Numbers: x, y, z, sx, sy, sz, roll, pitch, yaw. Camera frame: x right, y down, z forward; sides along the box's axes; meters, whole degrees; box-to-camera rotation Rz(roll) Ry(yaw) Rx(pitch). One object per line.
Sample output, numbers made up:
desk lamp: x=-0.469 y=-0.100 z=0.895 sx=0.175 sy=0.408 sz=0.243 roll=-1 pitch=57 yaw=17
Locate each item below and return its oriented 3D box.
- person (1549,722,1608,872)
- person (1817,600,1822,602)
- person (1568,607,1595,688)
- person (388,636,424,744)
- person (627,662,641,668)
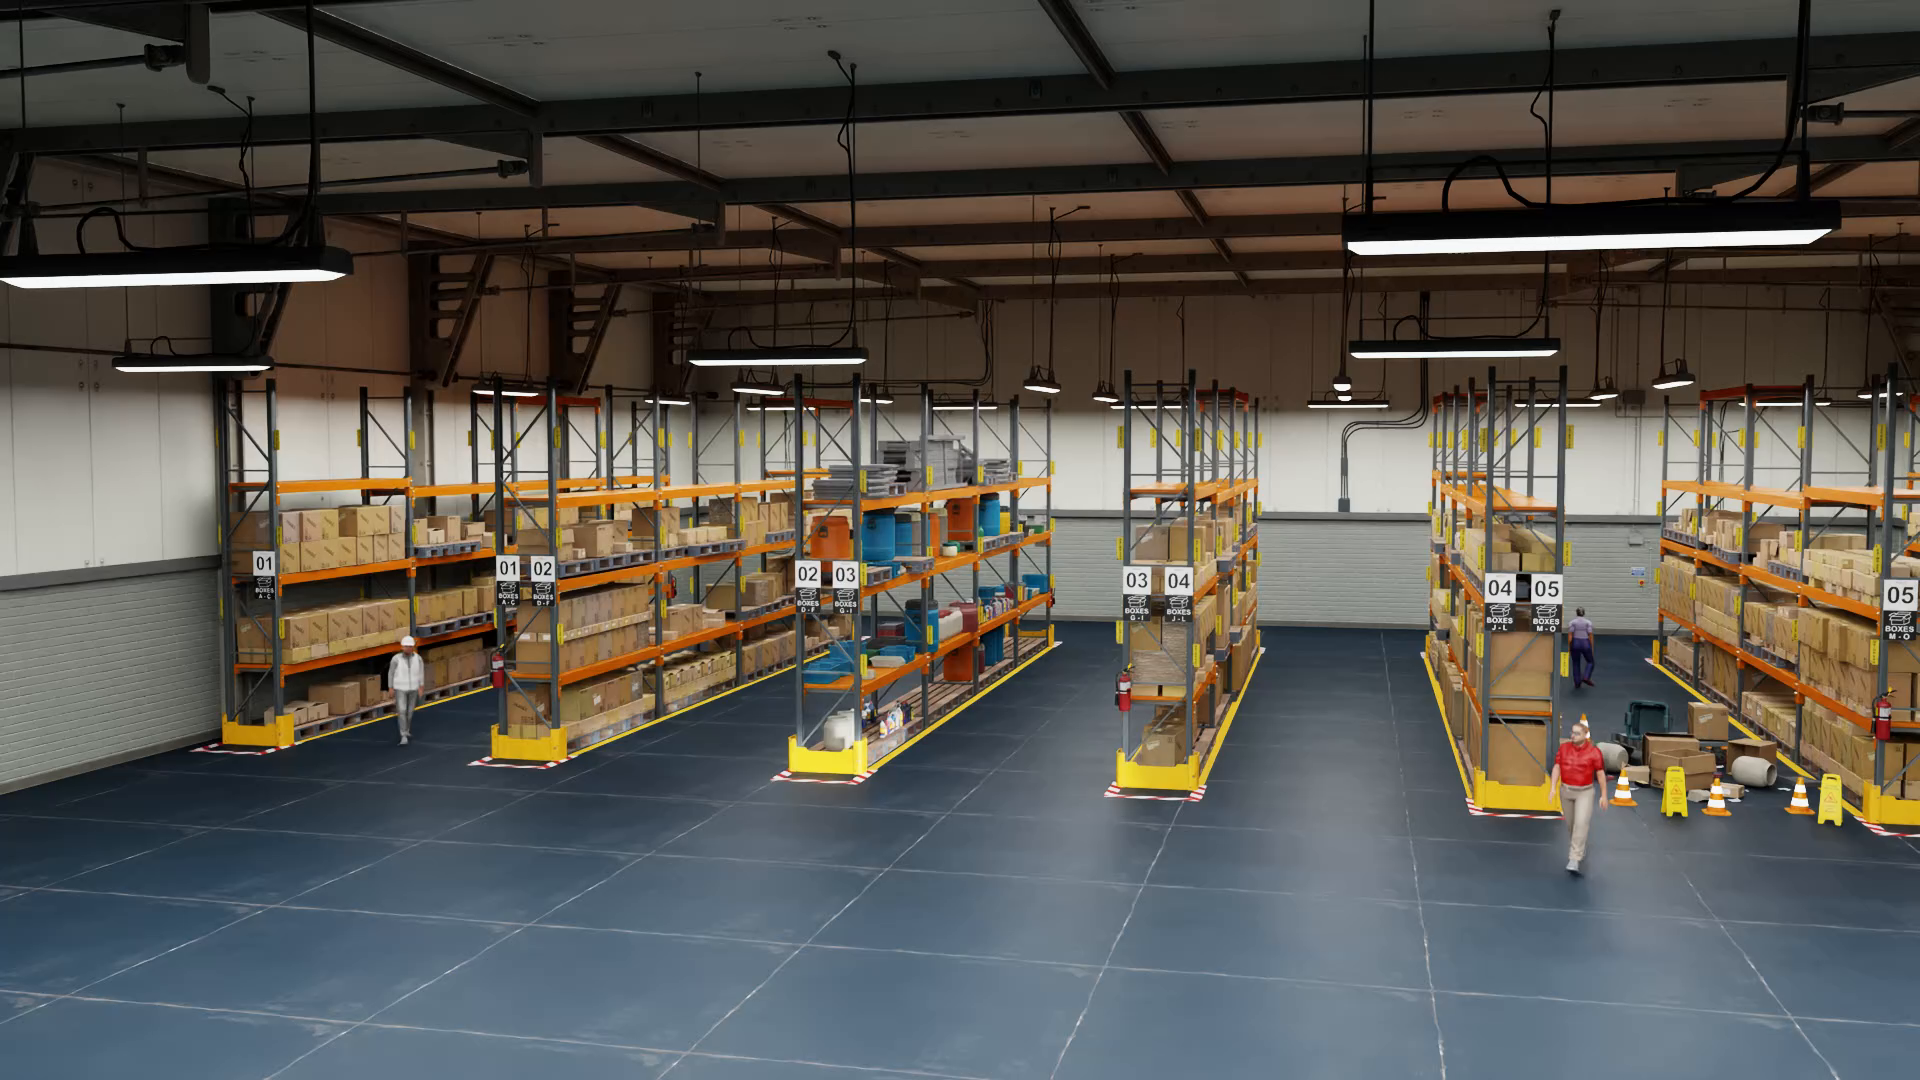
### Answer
person: x=7.185 y=2.977 z=19.452 sx=0.995 sy=1.674 sz=0.589 roll=-3 pitch=5 yaw=-44
person: x=18.885 y=1.984 z=36.348 sx=0.966 sy=1.618 sz=0.450 roll=3 pitch=5 yaw=43
person: x=12.538 y=2.173 z=33.541 sx=0.544 sy=1.646 sz=0.501 roll=2 pitch=4 yaw=24
person: x=-9.165 y=2.455 z=27.584 sx=0.562 sy=1.725 sz=0.942 roll=-3 pitch=4 yaw=-39
person: x=-7.090 y=1.940 z=36.144 sx=0.615 sy=1.768 sz=0.554 roll=2 pitch=4 yaw=29
